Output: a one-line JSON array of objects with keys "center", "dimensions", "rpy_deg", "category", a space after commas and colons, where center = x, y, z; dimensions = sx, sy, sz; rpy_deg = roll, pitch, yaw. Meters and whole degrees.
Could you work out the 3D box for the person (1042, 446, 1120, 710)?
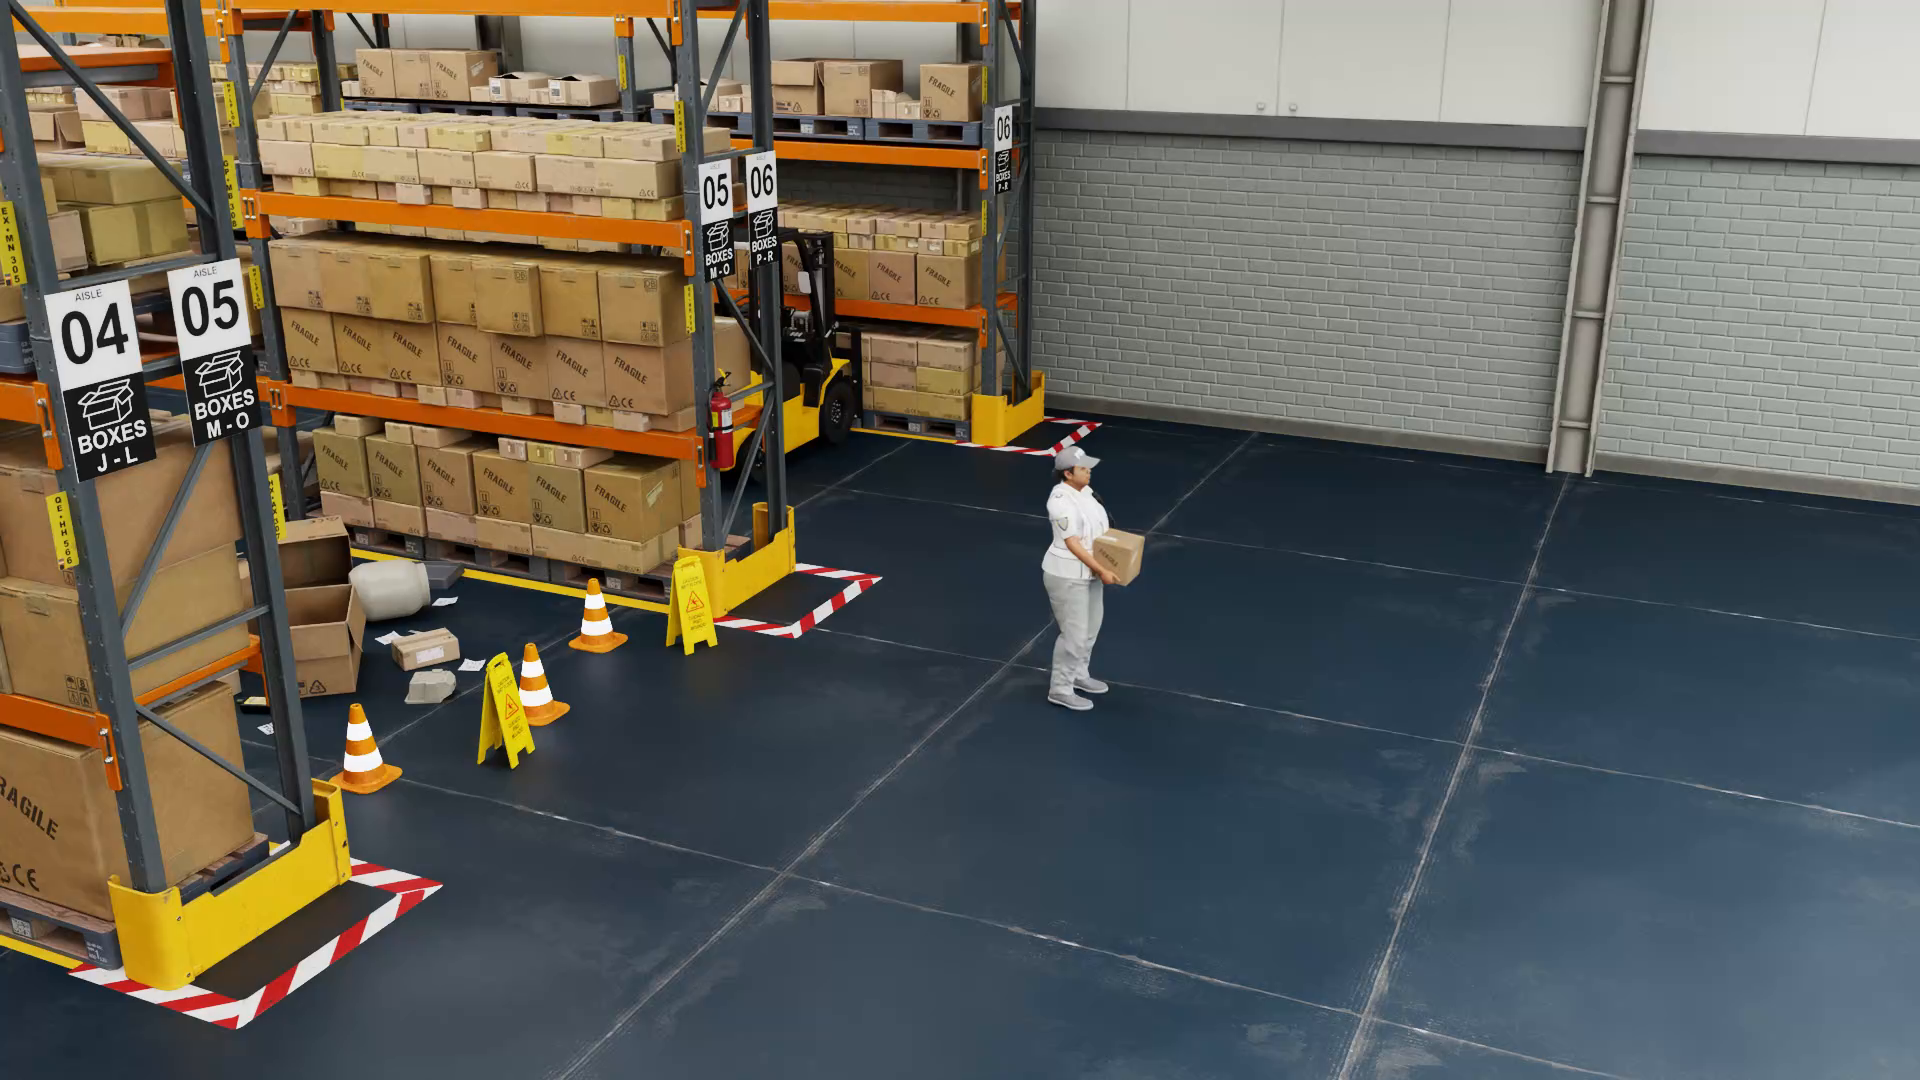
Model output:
[{"center": [0.796, 0.230, 10.418], "dimensions": [0.535, 1.654, 0.452], "rpy_deg": [9, 21, 24], "category": "person"}]
